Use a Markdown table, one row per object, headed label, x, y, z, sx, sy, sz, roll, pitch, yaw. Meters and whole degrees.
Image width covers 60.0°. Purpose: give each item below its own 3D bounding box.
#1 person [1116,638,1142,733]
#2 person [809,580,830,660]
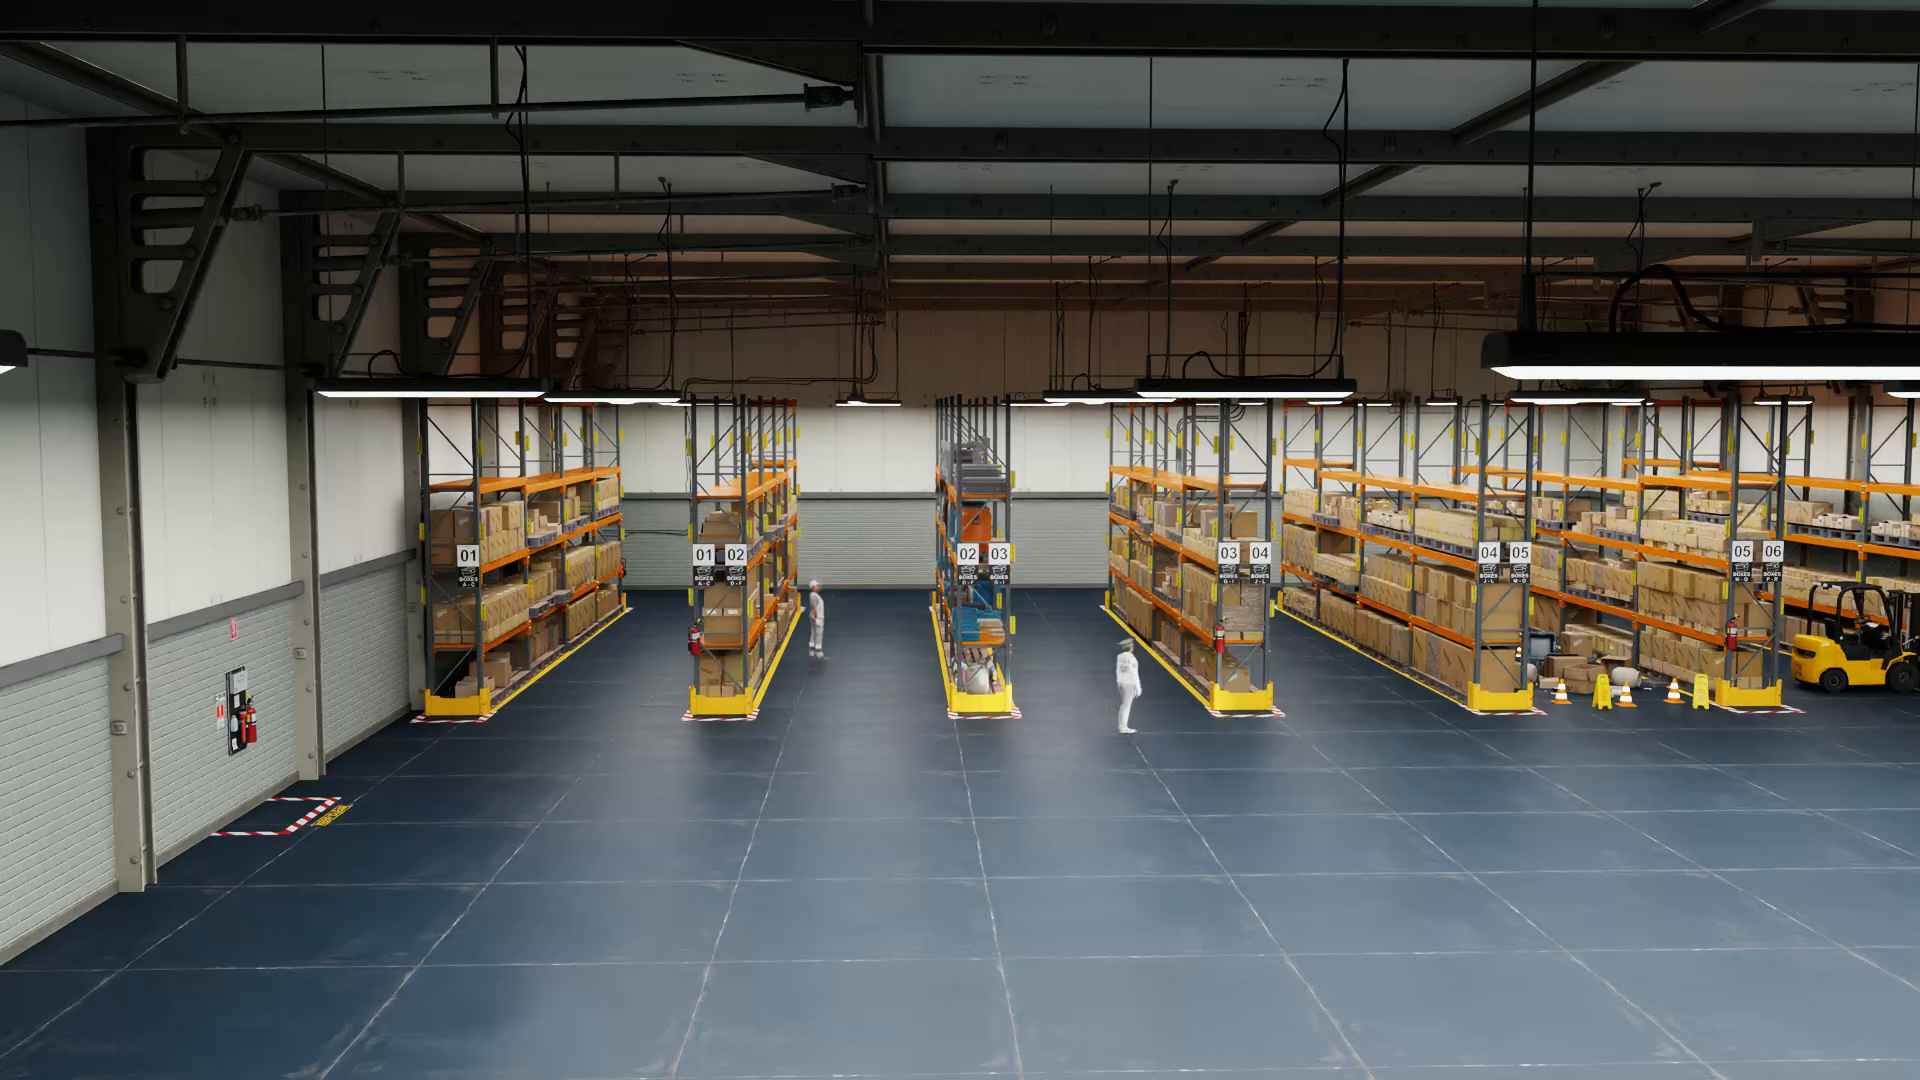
| label | x | y | z | sx | sy | sz | roll | pitch | yaw |
| --- | --- | --- | --- | --- | --- | --- | --- | --- | --- |
| person | 3.000 | 2.596 | 29.418 | 0.386 | 1.715 | 0.569 | -2 | 5 | -25 |
| person | -3.204 | 1.816 | 37.721 | 0.467 | 1.801 | 0.583 | -2 | 5 | -19 |
